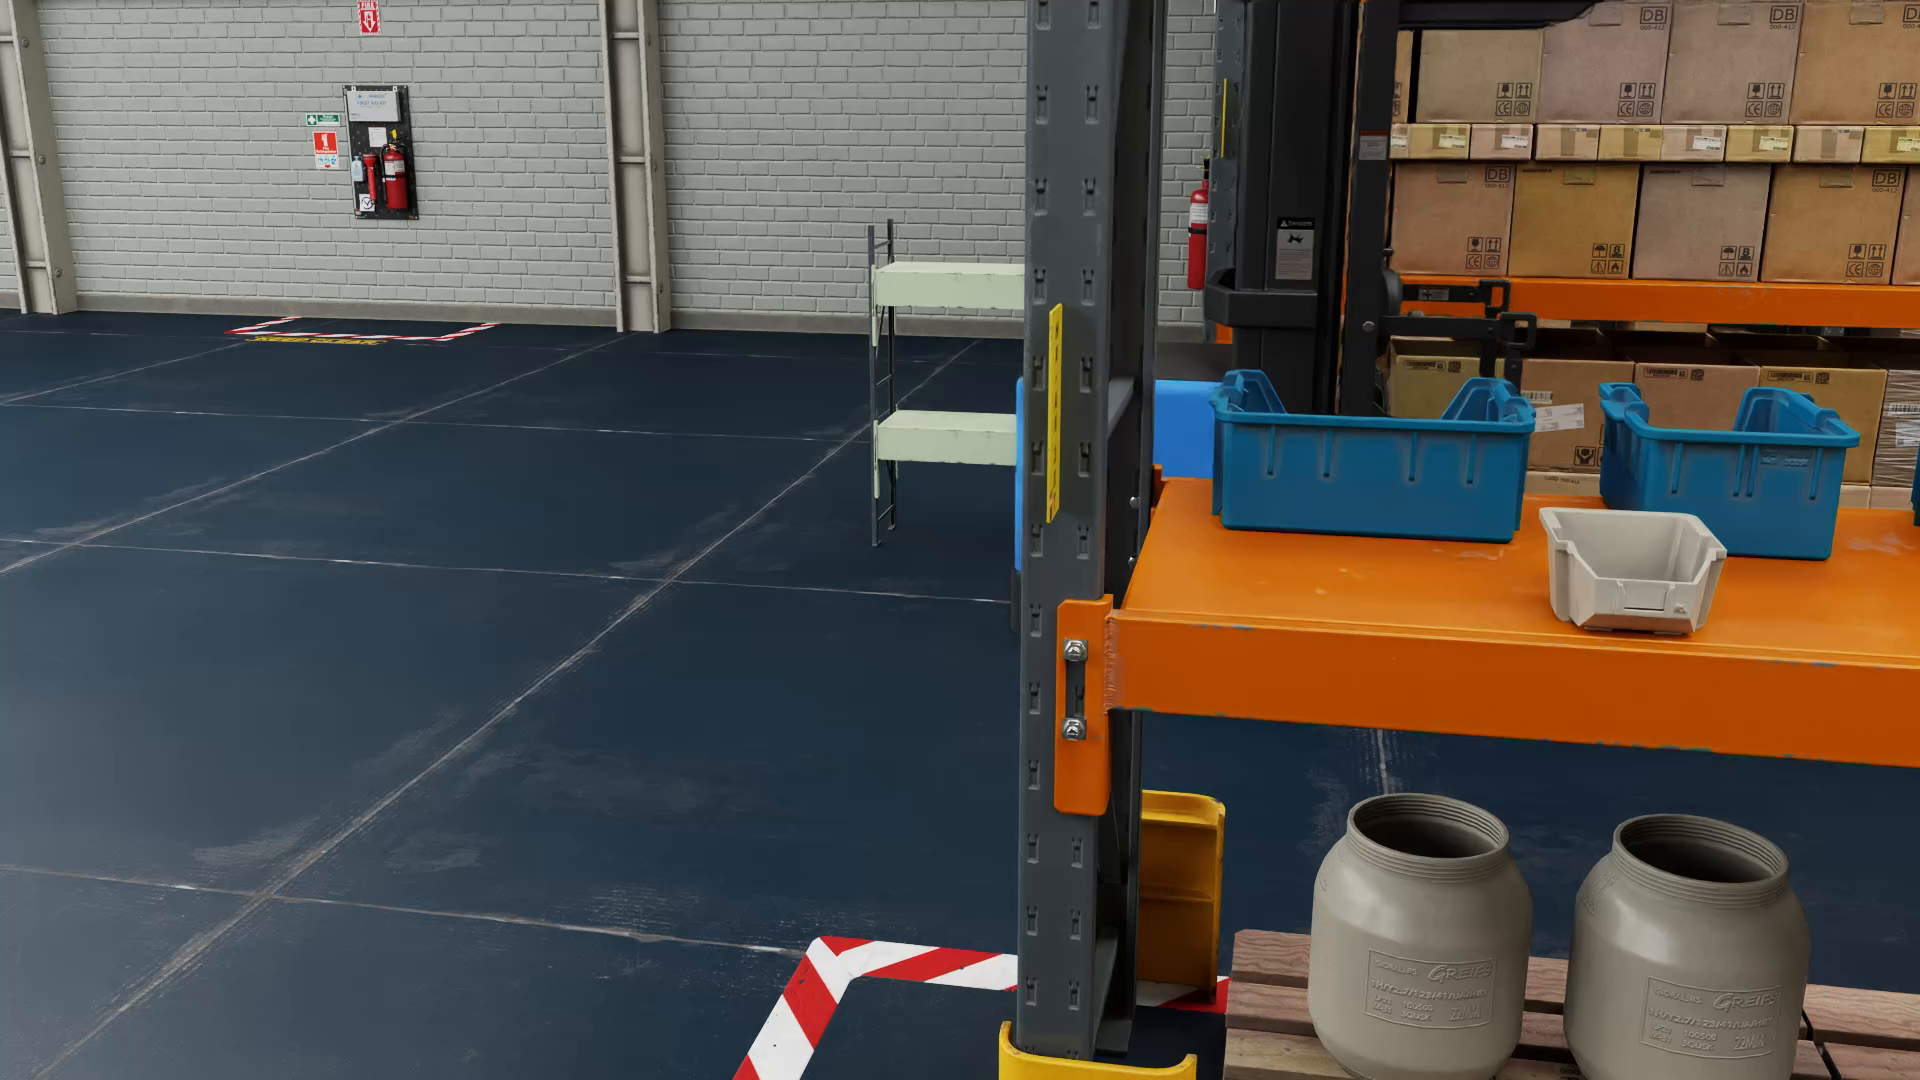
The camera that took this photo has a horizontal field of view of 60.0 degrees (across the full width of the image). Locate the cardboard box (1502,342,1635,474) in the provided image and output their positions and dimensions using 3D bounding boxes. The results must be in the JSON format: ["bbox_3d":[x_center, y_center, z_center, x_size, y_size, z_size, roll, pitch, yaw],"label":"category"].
[{"bbox_3d":[2.714,-0.603,7.509,0.500,0.500,0.500,3,16,11],"label":"cardboard box"}]

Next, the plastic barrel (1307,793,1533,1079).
[{"bbox_3d":[0.919,0.807,3.334,0.421,0.512,0.421,0,15,0],"label":"plastic barrel"}]

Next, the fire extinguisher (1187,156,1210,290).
[{"bbox_3d":[1.226,-1.591,8.261,0.183,0.674,0.296,3,16,11],"label":"fire extinguisher"}]

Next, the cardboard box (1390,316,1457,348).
[{"bbox_3d":[3.452,-1.622,12.441,0.500,0.311,0.500,4,16,16],"label":"cardboard box"}]

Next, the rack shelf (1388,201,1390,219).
[{"bbox_3d":[4.193,-2.343,12.180,4.000,0.370,1.077,3,16,11],"label":"rack shelf"}]

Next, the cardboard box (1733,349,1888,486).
[{"bbox_3d":[3.693,-0.549,7.314,0.500,0.500,0.500,3,16,11],"label":"cardboard box"}]

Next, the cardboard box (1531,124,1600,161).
[{"bbox_3d":[2.603,-1.729,7.213,0.250,0.149,0.380,3,16,9],"label":"cardboard box"}]

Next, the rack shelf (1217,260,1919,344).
[{"bbox_3d":[3.210,-1.047,7.501,4.000,0.370,1.077,3,16,11],"label":"rack shelf"}]

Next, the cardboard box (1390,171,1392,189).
[{"bbox_3d":[3.160,-2.601,12.005,0.500,0.250,0.500,3,16,9],"label":"cardboard box"}]

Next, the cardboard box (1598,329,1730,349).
[{"bbox_3d":[3.307,-0.712,7.902,0.500,0.500,0.500,3,16,11],"label":"cardboard box"}]

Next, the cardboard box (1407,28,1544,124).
[{"bbox_3d":[2.273,-2.116,7.395,0.500,0.500,0.700,3,16,10],"label":"cardboard box"}]

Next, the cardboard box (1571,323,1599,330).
[{"bbox_3d":[4.590,-1.512,12.347,0.250,0.149,0.380,2,16,7],"label":"cardboard box"}]

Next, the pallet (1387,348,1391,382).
[{"bbox_3d":[3.097,-1.396,12.636,1.213,0.211,1.003,3,16,11],"label":"pallet"}]

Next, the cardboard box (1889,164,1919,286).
[{"bbox_3d":[4.215,-1.384,7.182,0.500,0.500,0.700,3,16,11],"label":"cardboard box"}]

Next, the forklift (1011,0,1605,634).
[{"bbox_3d":[1.770,-1.027,6.210,3.031,2.935,1.130,3,16,12],"label":"forklift"}]

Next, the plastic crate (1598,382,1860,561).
[{"bbox_3d":[1.444,-0.149,3.188,0.408,0.251,0.499,3,16,11],"label":"plastic crate"}]

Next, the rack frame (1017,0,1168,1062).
[{"bbox_3d":[0.259,-0.205,3.112,0.127,3.000,1.000,3,16,11],"label":"rack frame"}]

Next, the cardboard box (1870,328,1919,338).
[{"bbox_3d":[6.878,-1.556,11.849,0.500,0.500,0.700,4,16,13],"label":"cardboard box"}]

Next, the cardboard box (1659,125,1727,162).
[{"bbox_3d":[3.097,-1.702,7.114,0.250,0.149,0.380,3,16,12],"label":"cardboard box"}]

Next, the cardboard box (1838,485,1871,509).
[{"bbox_3d":[3.691,-0.184,7.402,0.500,0.250,0.500,3,16,11],"label":"cardboard box"}]

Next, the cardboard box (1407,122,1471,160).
[{"bbox_3d":[2.095,-1.757,7.313,0.250,0.149,0.380,3,16,11],"label":"cardboard box"}]

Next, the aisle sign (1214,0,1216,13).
[{"bbox_3d":[1.124,-2.676,7.165,0.004,0.787,0.394,3,16,11],"label":"aisle sign"}]

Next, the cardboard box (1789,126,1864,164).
[{"bbox_3d":[3.616,-1.675,7.016,0.250,0.149,0.380,4,16,13],"label":"cardboard box"}]

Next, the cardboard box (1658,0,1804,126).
[{"bbox_3d":[3.258,-2.063,7.202,0.500,0.500,0.700,3,16,11],"label":"cardboard box"}]

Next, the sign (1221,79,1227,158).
[{"bbox_3d":[1.133,-1.811,7.140,0.005,0.325,0.100,3,16,11],"label":"sign"}]

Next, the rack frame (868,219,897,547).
[{"bbox_3d":[-0.365,-0.743,7.863,0.023,1.500,0.400,3,16,11],"label":"rack frame"}]

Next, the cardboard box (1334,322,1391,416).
[{"bbox_3d":[1.835,-0.788,8.178,0.500,0.500,0.500,3,16,11],"label":"cardboard box"}]

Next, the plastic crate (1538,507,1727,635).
[{"bbox_3d":[1.072,0.054,2.671,0.250,0.136,0.298,3,16,11],"label":"plastic crate"}]

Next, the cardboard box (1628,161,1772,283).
[{"bbox_3d":[3.222,-1.439,7.379,0.500,0.500,0.700,4,16,13],"label":"cardboard box"}]

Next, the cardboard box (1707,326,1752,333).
[{"bbox_3d":[5.623,-1.451,12.093,0.250,0.166,0.380,1,16,4],"label":"cardboard box"}]

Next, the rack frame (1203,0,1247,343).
[{"bbox_3d":[1.250,-1.500,7.789,0.127,3.000,1.000,3,16,11],"label":"rack frame"}]

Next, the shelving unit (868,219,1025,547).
[{"bbox_3d":[-0.007,-0.723,7.793,0.755,1.500,0.431,3,16,11],"label":"shelving unit"}]

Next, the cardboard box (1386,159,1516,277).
[{"bbox_3d":[2.220,-1.494,7.577,0.500,0.500,0.700,4,16,13],"label":"cardboard box"}]

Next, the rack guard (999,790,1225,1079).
[{"bbox_3d":[0.343,0.992,3.475,0.348,0.500,1.175,3,16,11],"label":"rack guard"}]

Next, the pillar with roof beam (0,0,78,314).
[{"bbox_3d":[-9.526,-5.389,10.588,0.400,9.000,9.100,3,16,11],"label":"pillar with roof beam"}]

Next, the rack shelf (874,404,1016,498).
[{"bbox_3d":[-0.007,-0.409,7.880,0.720,0.370,0.431,3,16,11],"label":"rack shelf"}]

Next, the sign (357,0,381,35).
[{"bbox_3d":[-5.190,-4.590,14.599,0.199,0.298,0.001,3,16,11],"label":"sign"}]

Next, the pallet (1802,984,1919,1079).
[{"bbox_3d":[2.330,1.241,3.116,1.213,0.211,1.003,3,16,11],"label":"pallet"}]

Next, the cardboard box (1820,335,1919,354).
[{"bbox_3d":[4.286,-0.657,7.705,0.500,0.500,0.500,3,16,11],"label":"cardboard box"}]
